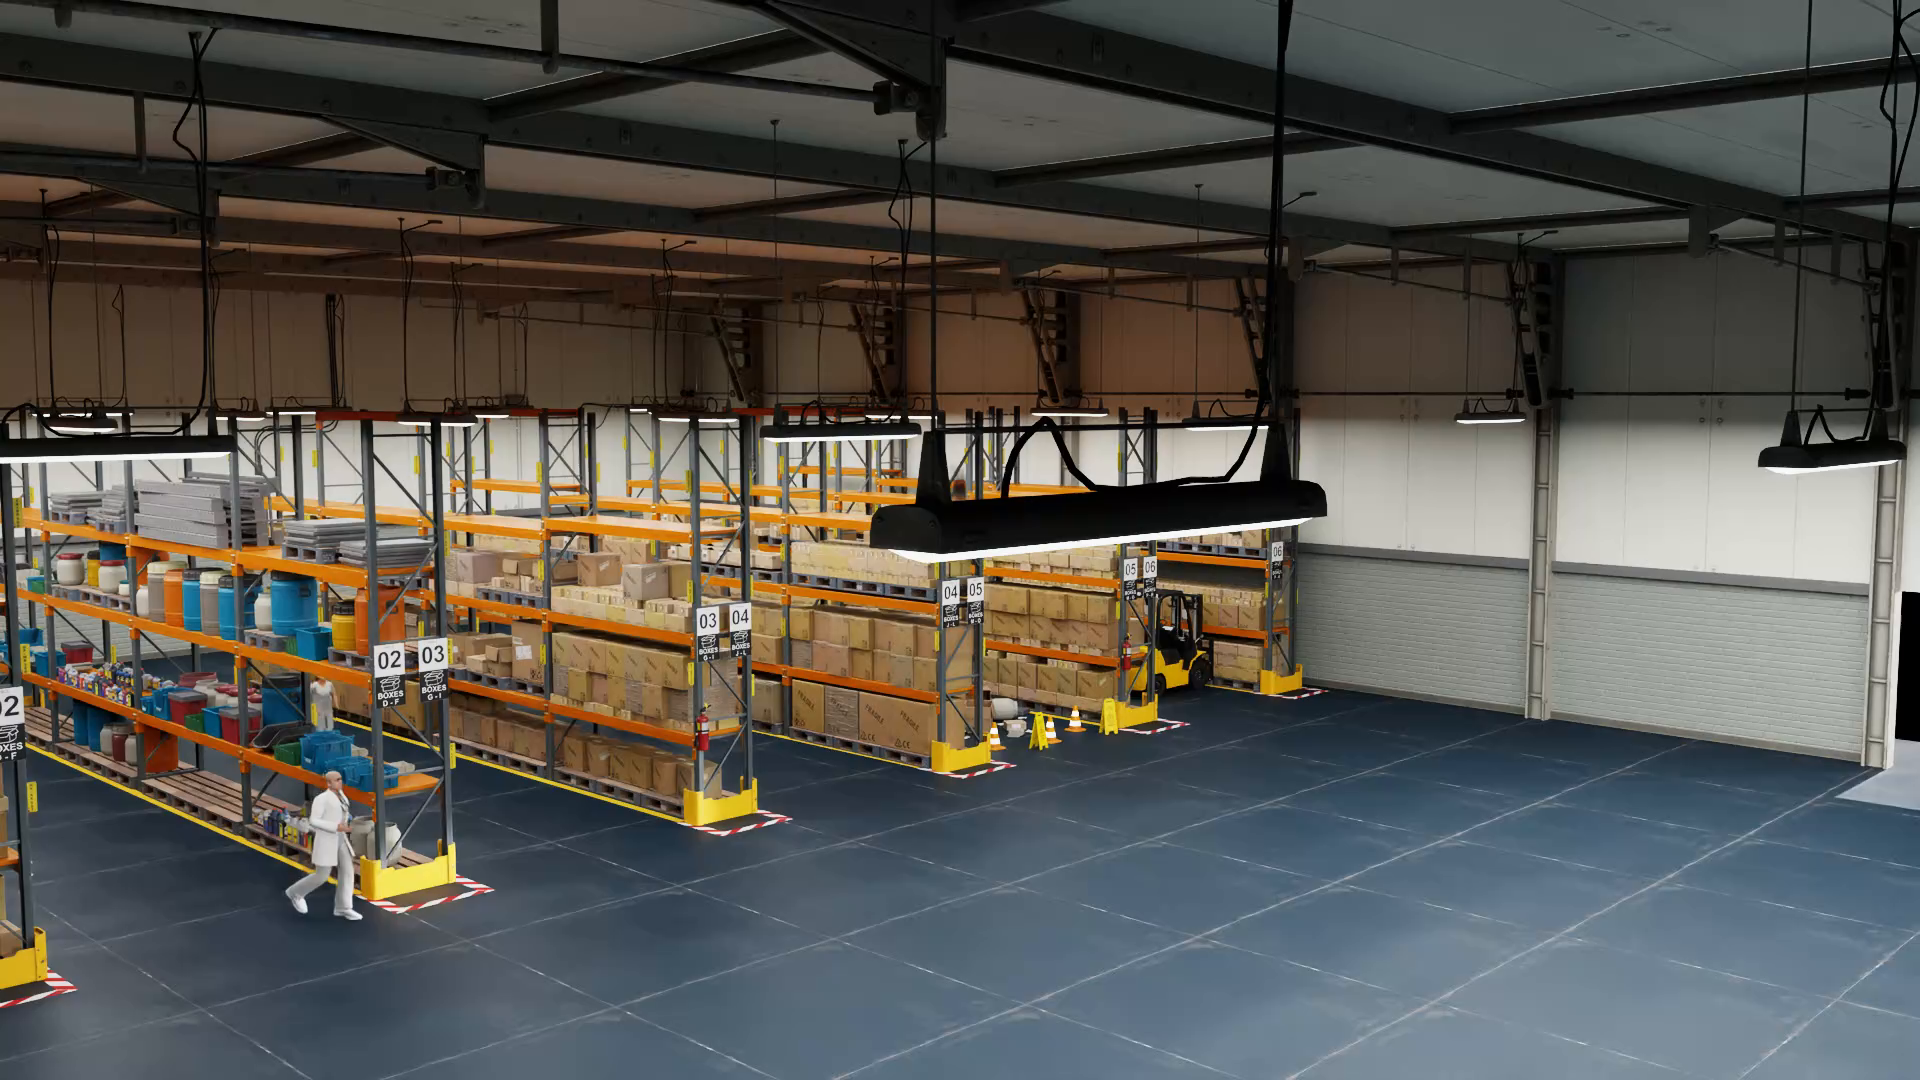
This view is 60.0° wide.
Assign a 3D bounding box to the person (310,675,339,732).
[{"bbox_3d":[-10.989,2.989,28.607,0.605,1.646,0.585,4,6,38],"label":"person"}]

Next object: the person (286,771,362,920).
[{"bbox_3d":[-7.646,3.669,20.090,0.969,1.782,0.717,1,5,15],"label":"person"}]
